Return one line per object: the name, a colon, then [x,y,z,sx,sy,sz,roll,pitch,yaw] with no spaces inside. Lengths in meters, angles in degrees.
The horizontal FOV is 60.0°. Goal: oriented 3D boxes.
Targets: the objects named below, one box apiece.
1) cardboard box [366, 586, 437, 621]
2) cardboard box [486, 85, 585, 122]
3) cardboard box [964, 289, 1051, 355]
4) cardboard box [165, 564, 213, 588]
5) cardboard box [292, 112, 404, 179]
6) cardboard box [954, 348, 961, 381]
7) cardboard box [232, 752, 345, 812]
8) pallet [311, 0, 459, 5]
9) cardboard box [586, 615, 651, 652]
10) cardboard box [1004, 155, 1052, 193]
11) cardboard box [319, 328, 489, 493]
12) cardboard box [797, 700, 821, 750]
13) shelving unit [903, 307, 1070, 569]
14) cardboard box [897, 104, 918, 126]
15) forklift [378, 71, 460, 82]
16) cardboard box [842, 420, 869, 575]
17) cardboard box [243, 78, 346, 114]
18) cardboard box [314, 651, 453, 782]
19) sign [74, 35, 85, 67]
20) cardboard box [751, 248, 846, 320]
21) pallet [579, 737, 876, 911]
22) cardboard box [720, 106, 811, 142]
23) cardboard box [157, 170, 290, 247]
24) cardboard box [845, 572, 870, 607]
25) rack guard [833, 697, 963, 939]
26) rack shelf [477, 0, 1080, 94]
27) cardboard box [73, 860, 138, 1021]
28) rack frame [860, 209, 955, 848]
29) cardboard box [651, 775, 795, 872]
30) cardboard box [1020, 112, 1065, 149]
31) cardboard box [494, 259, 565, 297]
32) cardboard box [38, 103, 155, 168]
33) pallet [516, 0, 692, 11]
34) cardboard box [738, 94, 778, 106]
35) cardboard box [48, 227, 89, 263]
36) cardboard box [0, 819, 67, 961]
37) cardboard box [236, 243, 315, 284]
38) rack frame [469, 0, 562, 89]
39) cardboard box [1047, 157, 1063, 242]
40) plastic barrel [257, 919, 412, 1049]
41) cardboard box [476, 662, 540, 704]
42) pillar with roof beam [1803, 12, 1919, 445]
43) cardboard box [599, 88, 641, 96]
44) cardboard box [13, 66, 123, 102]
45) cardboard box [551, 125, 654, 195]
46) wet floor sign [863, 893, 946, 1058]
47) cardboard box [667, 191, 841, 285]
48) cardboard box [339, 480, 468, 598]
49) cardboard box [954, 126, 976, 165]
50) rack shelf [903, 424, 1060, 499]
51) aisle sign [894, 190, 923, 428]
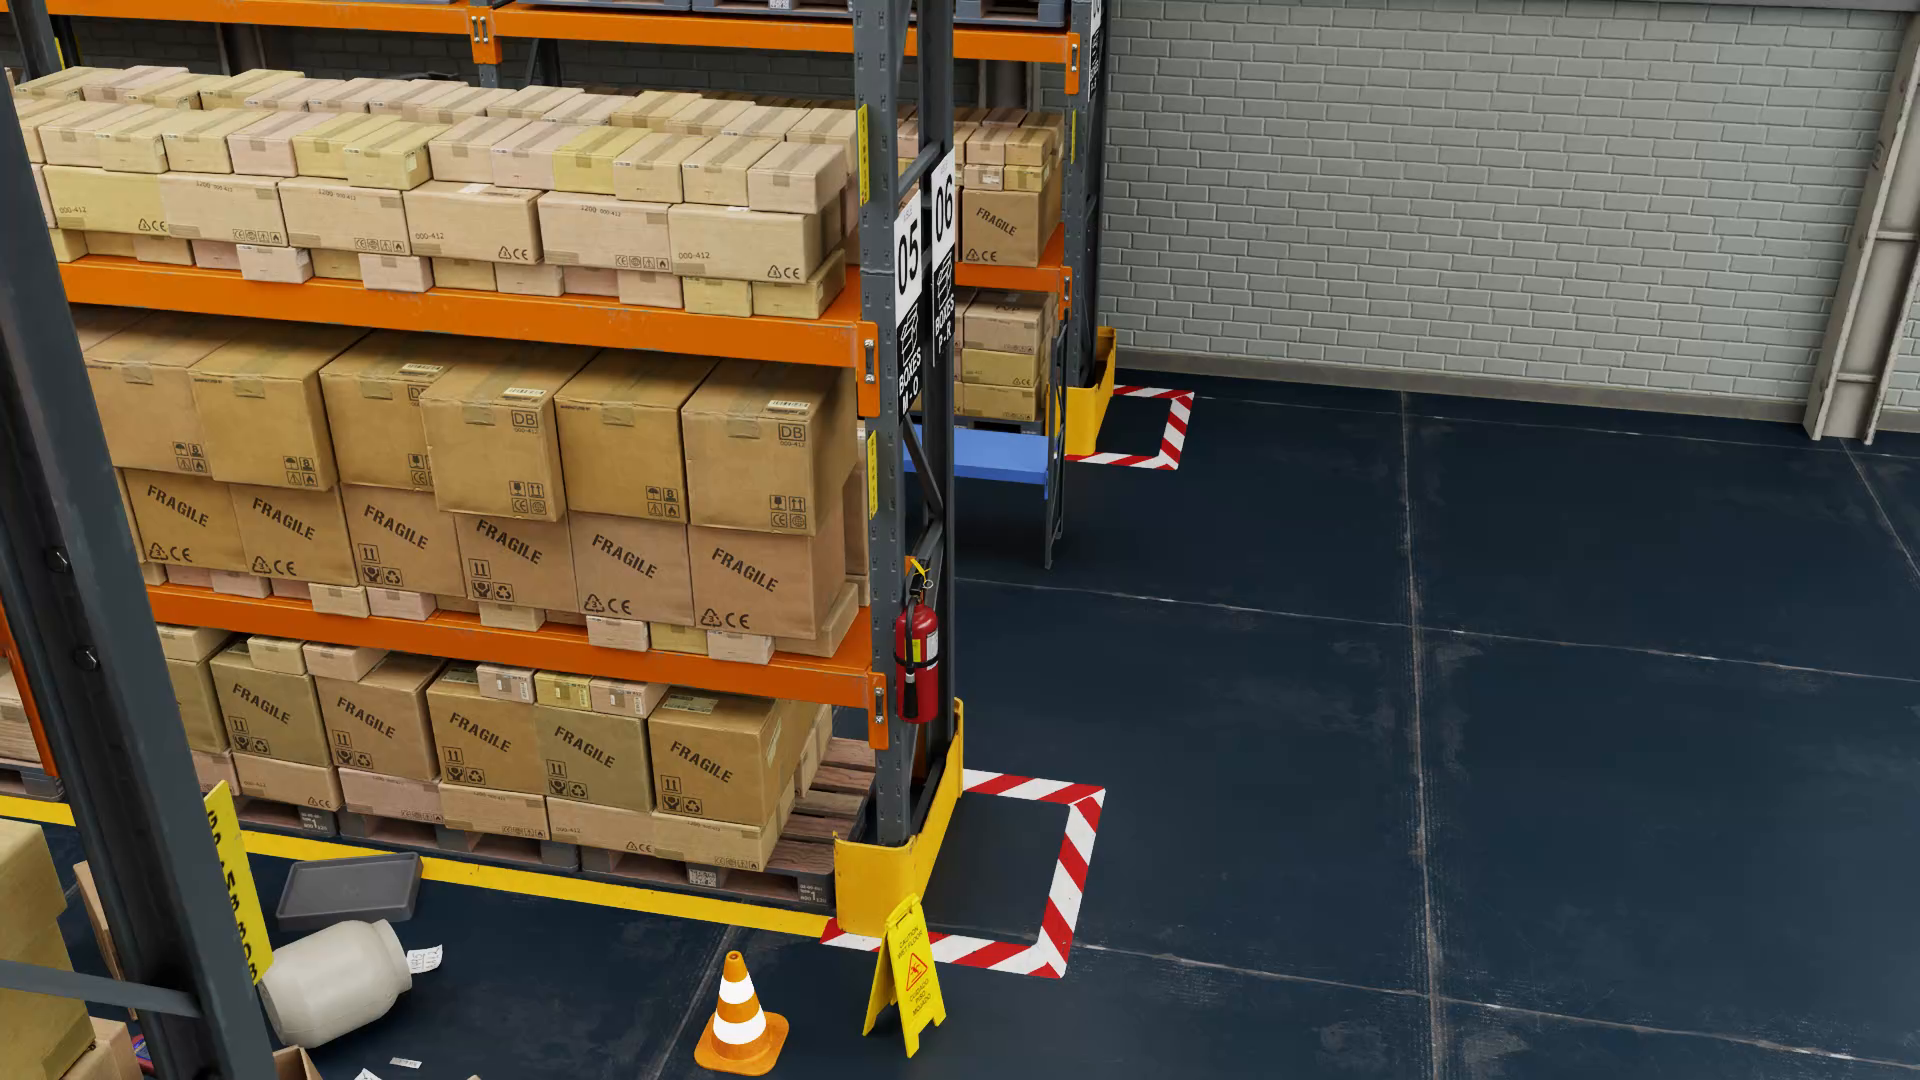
cardboard box: [-2.359,0.184,7.214,0.250,0.149,0.380,6,29,10]
cardboard box: [-1.706,-1.716,6.730,0.250,0.149,0.380,7,29,12]
cardboard box: [0.328,-1.500,11.413,0.500,0.250,0.500,7,29,12]
cardboard box: [-3.336,0.052,7.455,0.250,0.149,0.380,6,29,10]
cardboard box: [-2.324,-1.507,6.348,0.250,0.149,0.380,6,29,12]
cardboard box: [-0.186,-1.339,11.639,0.500,0.250,0.500,6,29,10]
cardboard box: [-3.056,1.003,7.883,0.500,0.250,0.500,8,30,13]
pallet: [-3.933,-3.899,11.486,1.217,0.209,0.805,5,29,9]
cardboard box: [-1.375,0.300,7.002,0.250,0.149,0.380,6,29,11]
cardboard box: [0.446,-2.415,10.921,0.250,0.149,0.380,6,29,11]
cardboard box: [-2.207,-0.586,6.904,0.500,0.500,0.700,6,29,10]
cardboard box: [-0.944,0.628,7.787,0.500,0.500,0.500,5,29,9]
shelving unit: [0.083,-0.649,10.036,1.048,1.500,0.538,6,29,11]
cardboard box: [-0.452,-2.885,11.469,0.250,0.149,0.380,7,29,12]
forklift: [-2.499,-0.963,9.118,3.031,2.935,1.130,11,31,20]
cardboard box: [-0.595,-0.204,7.248,0.500,0.500,0.500,5,29,10]
cardboard box: [-2.723,-1.782,6.852,0.250,0.149,0.380,5,29,10]
cardboard box: [-2.548,0.726,7.607,0.500,0.500,0.500,7,30,13]
sign: [-6.867,-3.755,12.941,0.005,0.325,0.100,6,29,11]
cardboard box: [-0.597,-0.962,6.184,0.250,0.149,0.380,6,29,11]
pallet: [-1.051,1.265,7.881,1.213,0.211,1.003,6,29,11]
cardboard box: [-0.744,-1.557,6.440,0.250,0.149,0.380,6,29,10]
cardboard box: [-2.735,-1.358,6.491,0.500,0.250,0.500,6,29,11]
cardboard box: [-0.478,0.127,7.319,0.250,0.149,0.380,6,29,11]
rack guard: [-0.264,1.236,7.633,0.348,0.500,1.175,6,29,11]
rack shelf: [-1.112,-3.385,11.096,4.000,0.370,1.077,6,29,11]
cardboard box: [-3.337,1.588,6.988,0.500,0.500,0.500,-21,35,-33]
rack frame: [-0.189,0.148,7.019,0.127,3.000,1.000,6,29,11]
cardboard box: [-1.059,1.212,7.500,0.500,0.250,0.500,6,29,10]
cardboard box: [0.560,-2.777,11.271,0.250,0.149,0.380,5,29,10]
cardboard box: [-1.587,-1.074,6.388,0.250,0.149,0.380,6,29,10]
cardboard box: [-3.344,-1.581,6.484,0.250,0.149,0.380,5,29,9]
pallet: [-2.229,-3.788,11.177,1.213,0.211,1.003,6,29,11]
cardboard box: [-1.447,-3.010,11.697,0.250,0.149,0.380,6,29,10]
cardboard box: [-3.604,-1.259,6.726,0.250,0.149,0.380,6,29,11]
cardboard box: [-1.384,0.516,2.112,0.250,0.149,0.380,6,29,11]
cardboard box: [-2.605,-1.142,6.513,0.250,0.149,0.380,5,29,10]
rack frame: [-3.068,-2.585,12.010,0.127,3.000,1.000,6,29,11]
cardboard box: [0.417,-2.408,11.582,0.500,0.500,0.500,7,29,12]
plastic barrel: [-2.525,1.782,6.717,0.512,0.421,0.421,-21,35,-33]
cardboard box: [-1.903,0.539,7.274,0.250,0.149,0.380,7,29,13]
pillar with roof beam: [5.320,-2.685,5.945,0.400,9.000,9.100,6,29,11]
cardboard box: [-2.456,-3.109,11.878,0.250,0.149,0.380,5,29,9]
cardboard box: [-3.746,-1.880,7.029,0.250,0.149,0.380,6,29,12]
cardboard box: [-1.317,-1.413,6.178,0.250,0.149,0.380,6,29,11]
wet floor sign: [-0.227,1.702,6.631,0.232,0.644,0.267,17,33,28]
cardboard box: [-0.746,-1.158,6.126,0.500,0.250,0.500,5,29,10]
cardboard box: [-2.247,-0.116,7.086,0.500,0.500,0.500,6,29,11]
cardboard box: [-0.060,-2.603,10.954,0.250,0.149,0.380,7,29,12]
rack shelf: [0.083,-0.492,10.123,1.000,0.185,0.538,6,29,11]
aisle sign: [-0.189,-0.850,6.134,0.004,0.787,0.394,6,29,11]
